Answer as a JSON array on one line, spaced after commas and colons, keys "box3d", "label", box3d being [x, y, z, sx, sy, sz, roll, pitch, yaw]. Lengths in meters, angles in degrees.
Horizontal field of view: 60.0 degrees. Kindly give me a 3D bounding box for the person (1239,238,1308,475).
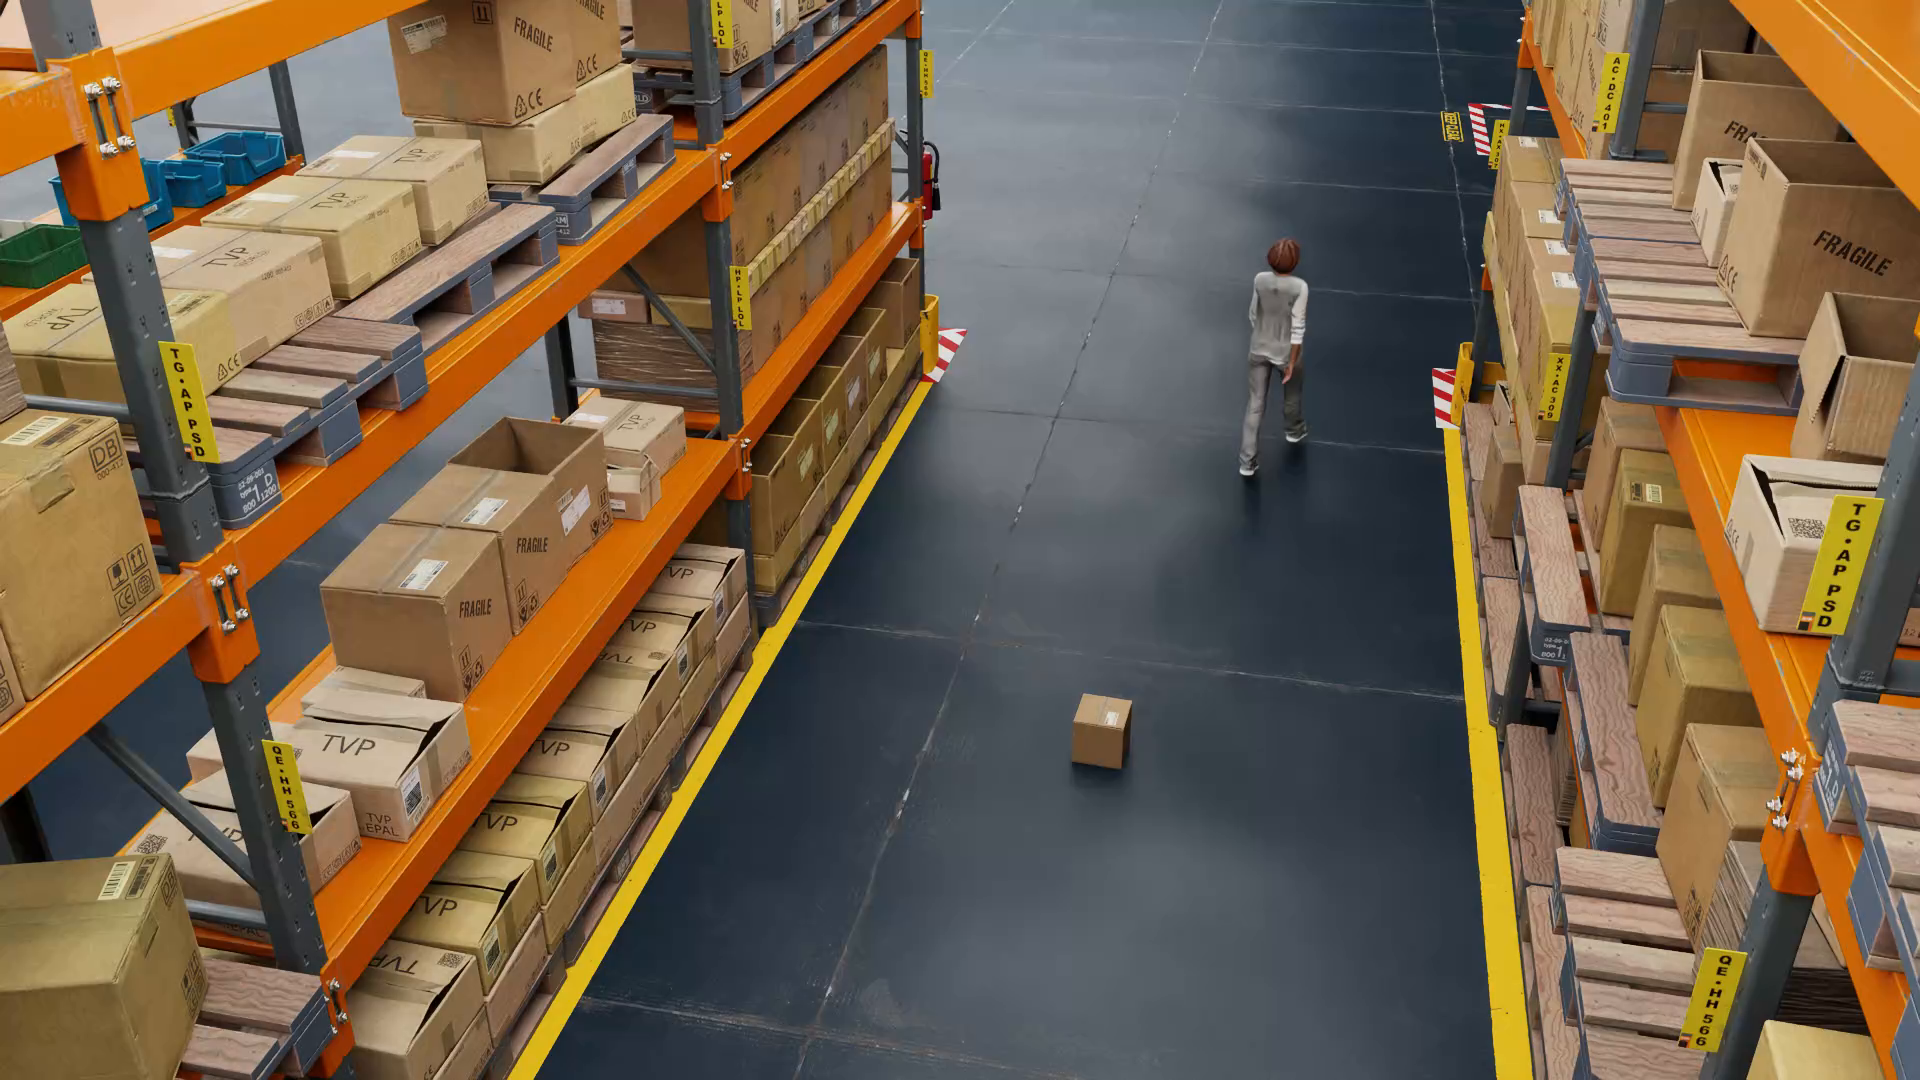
[{"box3d": [2.072, -1.258, 10.840, 0.417, 1.543, 0.937, 14, 32, 23], "label": "person"}]
